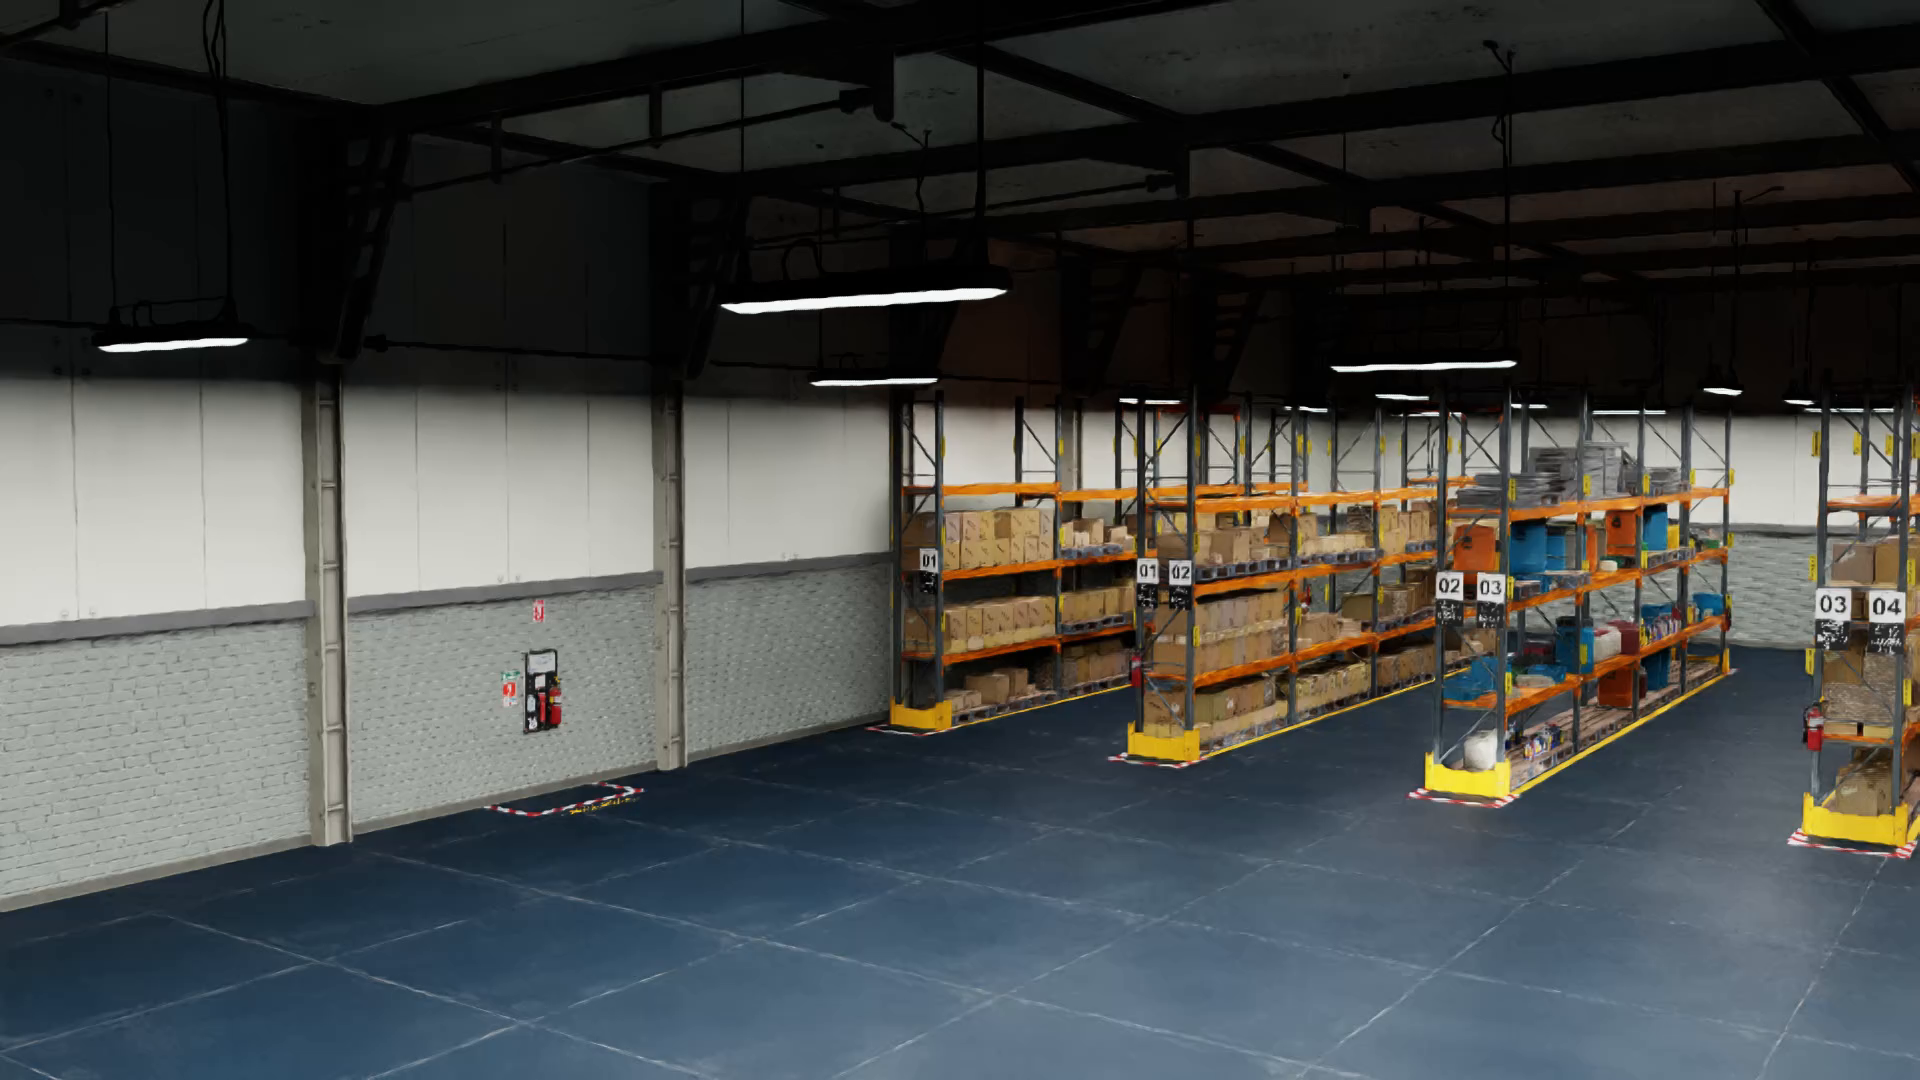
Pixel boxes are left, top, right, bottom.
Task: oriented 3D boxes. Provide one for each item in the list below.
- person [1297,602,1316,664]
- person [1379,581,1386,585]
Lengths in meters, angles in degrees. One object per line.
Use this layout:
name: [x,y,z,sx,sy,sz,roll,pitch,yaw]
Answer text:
person: [7.593,2.151,36.545,0.625,1.607,0.582,2,4,33]
person: [10.629,1.839,41.876,0.639,1.632,0.506,2,4,33]
